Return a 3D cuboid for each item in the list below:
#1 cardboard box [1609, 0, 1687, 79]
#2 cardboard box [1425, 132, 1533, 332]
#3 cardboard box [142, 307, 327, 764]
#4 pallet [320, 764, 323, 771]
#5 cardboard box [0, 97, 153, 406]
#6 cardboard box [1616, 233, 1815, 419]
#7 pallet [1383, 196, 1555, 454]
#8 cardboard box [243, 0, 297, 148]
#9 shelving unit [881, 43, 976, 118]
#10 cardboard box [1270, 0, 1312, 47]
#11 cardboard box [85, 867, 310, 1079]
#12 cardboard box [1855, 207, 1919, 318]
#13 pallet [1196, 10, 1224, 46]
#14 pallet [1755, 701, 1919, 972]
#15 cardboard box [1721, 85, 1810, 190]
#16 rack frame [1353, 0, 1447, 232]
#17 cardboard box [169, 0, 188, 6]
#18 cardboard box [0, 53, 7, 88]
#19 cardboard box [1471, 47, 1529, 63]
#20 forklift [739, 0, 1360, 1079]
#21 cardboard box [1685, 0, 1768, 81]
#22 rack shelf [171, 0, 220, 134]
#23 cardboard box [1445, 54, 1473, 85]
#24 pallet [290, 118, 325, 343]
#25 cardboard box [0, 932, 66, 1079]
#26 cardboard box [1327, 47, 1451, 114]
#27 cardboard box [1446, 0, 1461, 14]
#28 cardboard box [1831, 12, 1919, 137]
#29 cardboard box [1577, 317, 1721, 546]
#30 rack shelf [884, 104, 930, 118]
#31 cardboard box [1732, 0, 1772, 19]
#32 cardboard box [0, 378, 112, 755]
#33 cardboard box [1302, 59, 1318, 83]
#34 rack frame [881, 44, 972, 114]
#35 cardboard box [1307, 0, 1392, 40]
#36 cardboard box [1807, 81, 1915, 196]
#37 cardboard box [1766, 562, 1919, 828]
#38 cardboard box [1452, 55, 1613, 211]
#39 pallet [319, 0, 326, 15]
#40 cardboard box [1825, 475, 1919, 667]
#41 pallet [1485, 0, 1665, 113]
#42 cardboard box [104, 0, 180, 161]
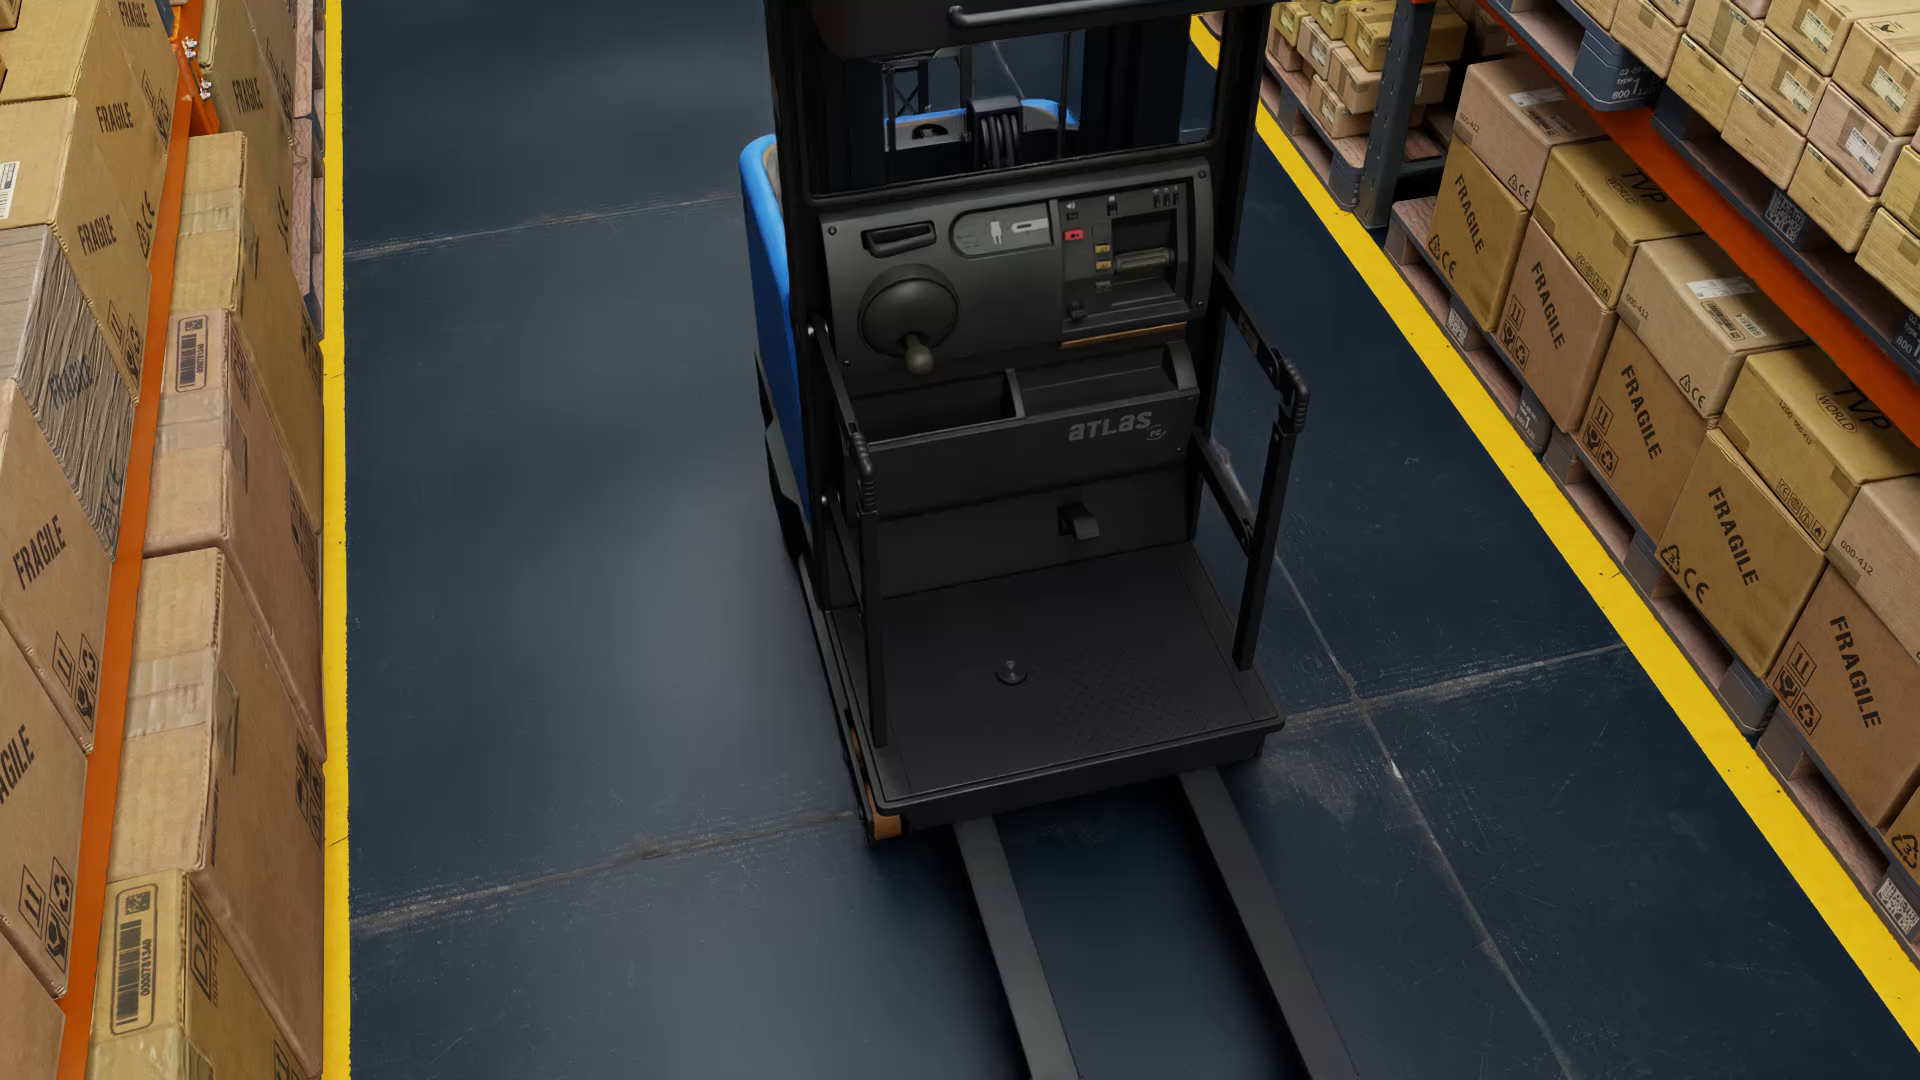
[{"bbox_3d":[1.956,-1.364,4.368,0.380,0.149,0.250,-13,47,-12],"label":"cardboard box"},{"bbox_3d":[1.967,-1.087,5.671,0.500,0.500,0.500,-9,46,-9],"label":"cardboard box"},{"bbox_3d":[-2.373,0.115,4.231,1.225,0.875,0.875,-12,47,-12],"label":"cardboard box"},{"bbox_3d":[-2.200,0.802,4.316,1.003,0.211,1.213,-11,47,-10],"label":"pallet"},{"bbox_3d":[-2.142,-0.596,3.664,0.500,0.500,0.500,-11,47,-11],"label":"cardboard box"},{"bbox_3d":[2.233,-0.630,4.698,0.500,0.250,0.500,-9,46,-9],"label":"cardboard box"},{"bbox_3d":[2.235,-0.860,5.945,1.003,0.211,1.213,-11,47,-10],"label":"pallet"},{"bbox_3d":[-3.108,-2.032,6.334,0.875,0.875,0.875,-11,47,-10],"label":"cardboard box"},{"bbox_3d":[-0.235,-1.372,5.543,0.431,1.500,0.755,-8,46,-8],"label":"shelving unit"},{"bbox_3d":[1.480,-2.153,6.753,0.380,0.149,0.250,-12,47,-12],"label":"cardboard box"},{"bbox_3d":[-1.919,1.341,3.029,1.225,0.875,0.875,-13,47,-12],"label":"cardboard box"},{"bbox_3d":[2.229,-0.635,3.654,0.380,0.149,0.250,-13,47,-12],"label":"cardboard box"},{"bbox_3d":[1.513,-2.699,7.747,1.003,0.211,1.213,-11,47,-10],"label":"pallet"},{"bbox_3d":[2.860,0.824,4.294,1.003,0.211,1.213,-11,47,-10],"label":"pallet"},{"bbox_3d":[2.092,-1.002,4.013,0.380,0.149,0.250,-13,47,-12],"label":"cardboard box"},{"bbox_3d":[2.035,-2.374,5.476,1.000,3.000,0.127,-11,47,-10],"label":"rack frame"},{"bbox_3d":[-2.540,-1.714,5.005,0.380,0.149,0.250,-11,47,-10],"label":"cardboard box"},{"bbox_3d":[-2.450,-1.007,3.365,0.797,0.503,0.637,-10,46,-10],"label":"cardboard box"},{"bbox_3d":[2.251,-1.936,6.541,0.380,0.149,0.250,-9,46,-8],"label":"cardboard box"},{"bbox_3d":[0.202,-0.538,3.725,1.130,2.935,3.031,-11,47,-10],"label":"forklift"},{"bbox_3d":[2.031,-1.276,4.074,0.380,0.149,0.250,-11,47,-11],"label":"cardboard box"},{"bbox_3d":[-3.298,-2.666,6.266,1.077,0.370,4.000,-11,47,-10],"label":"rack shelf"},{"bbox_3d":[2.184,-2.017,6.828,0.380,0.149,0.250,-9,46,-9],"label":"cardboard box"},{"bbox_3d":[-2.905,-1.100,6.180,1.003,0.211,1.213,-11,47,-10],"label":"pallet"},{"bbox_3d":[-1.623,0.805,2.291,0.500,0.500,0.500,-9,46,-9],"label":"cardboard box"},{"bbox_3d":[1.647,-1.786,6.394,0.380,0.149,0.250,-10,46,-10],"label":"cardboard box"},{"bbox_3d":[2.133,-2.208,6.599,0.380,0.149,0.250,-9,46,-8],"label":"cardboard box"},{"bbox_3d":[2.161,-1.027,3.622,0.380,0.149,0.250,-9,46,-8],"label":"cardboard box"},{"bbox_3d":[2.252,-0.363,4.962,0.500,0.500,0.500,-10,46,-10],"label":"cardboard box"},{"bbox_3d":[-0.235,-1.143,5.775,0.431,0.370,0.720,-8,46,-8],"label":"rack shelf"},{"bbox_3d":[2.023,-1.392,3.980,0.380,0.149,0.250,-9,46,-9],"label":"cardboard box"},{"bbox_3d":[-1.892,0.096,2.986,0.500,0.500,0.500,-11,47,-11],"label":"cardboard box"},{"bbox_3d":[1.619,-1.926,6.739,0.380,0.149,0.250,-10,46,-9],"label":"cardboard box"},{"bbox_3d":[-0.161,-1.117,5.291,0.400,1.500,0.023,-8,46,-8],"label":"rack frame"},{"bbox_3d":[1.588,-2.098,6.492,0.380,0.149,0.250,-10,46,-10],"label":"cardboard box"},{"bbox_3d":[2.160,-0.923,3.728,0.380,0.149,0.250,-10,46,-9],"label":"cardboard box"},{"bbox_3d":[2.508,0.350,4.263,0.500,0.500,0.500,-9,46,-9],"label":"cardboard box"},{"bbox_3d":[1.968,-1.350,5.404,0.500,0.250,0.500,-13,47,-12],"label":"cardboard box"},{"bbox_3d":[-3.530,-2.784,7.831,1.003,0.211,1.213,-11,47,-10],"label":"pallet"},{"bbox_3d":[2.490,0.083,4.000,0.500,0.250,0.500,-10,46,-10],"label":"cardboard box"},{"bbox_3d":[2.090,-1.752,5.001,1.003,0.211,1.213,-11,47,-10],"label":"pallet"},{"bbox_3d":[-2.402,-1.299,4.352,0.500,0.500,0.500,-11,47,-10],"label":"cardboard box"}]
